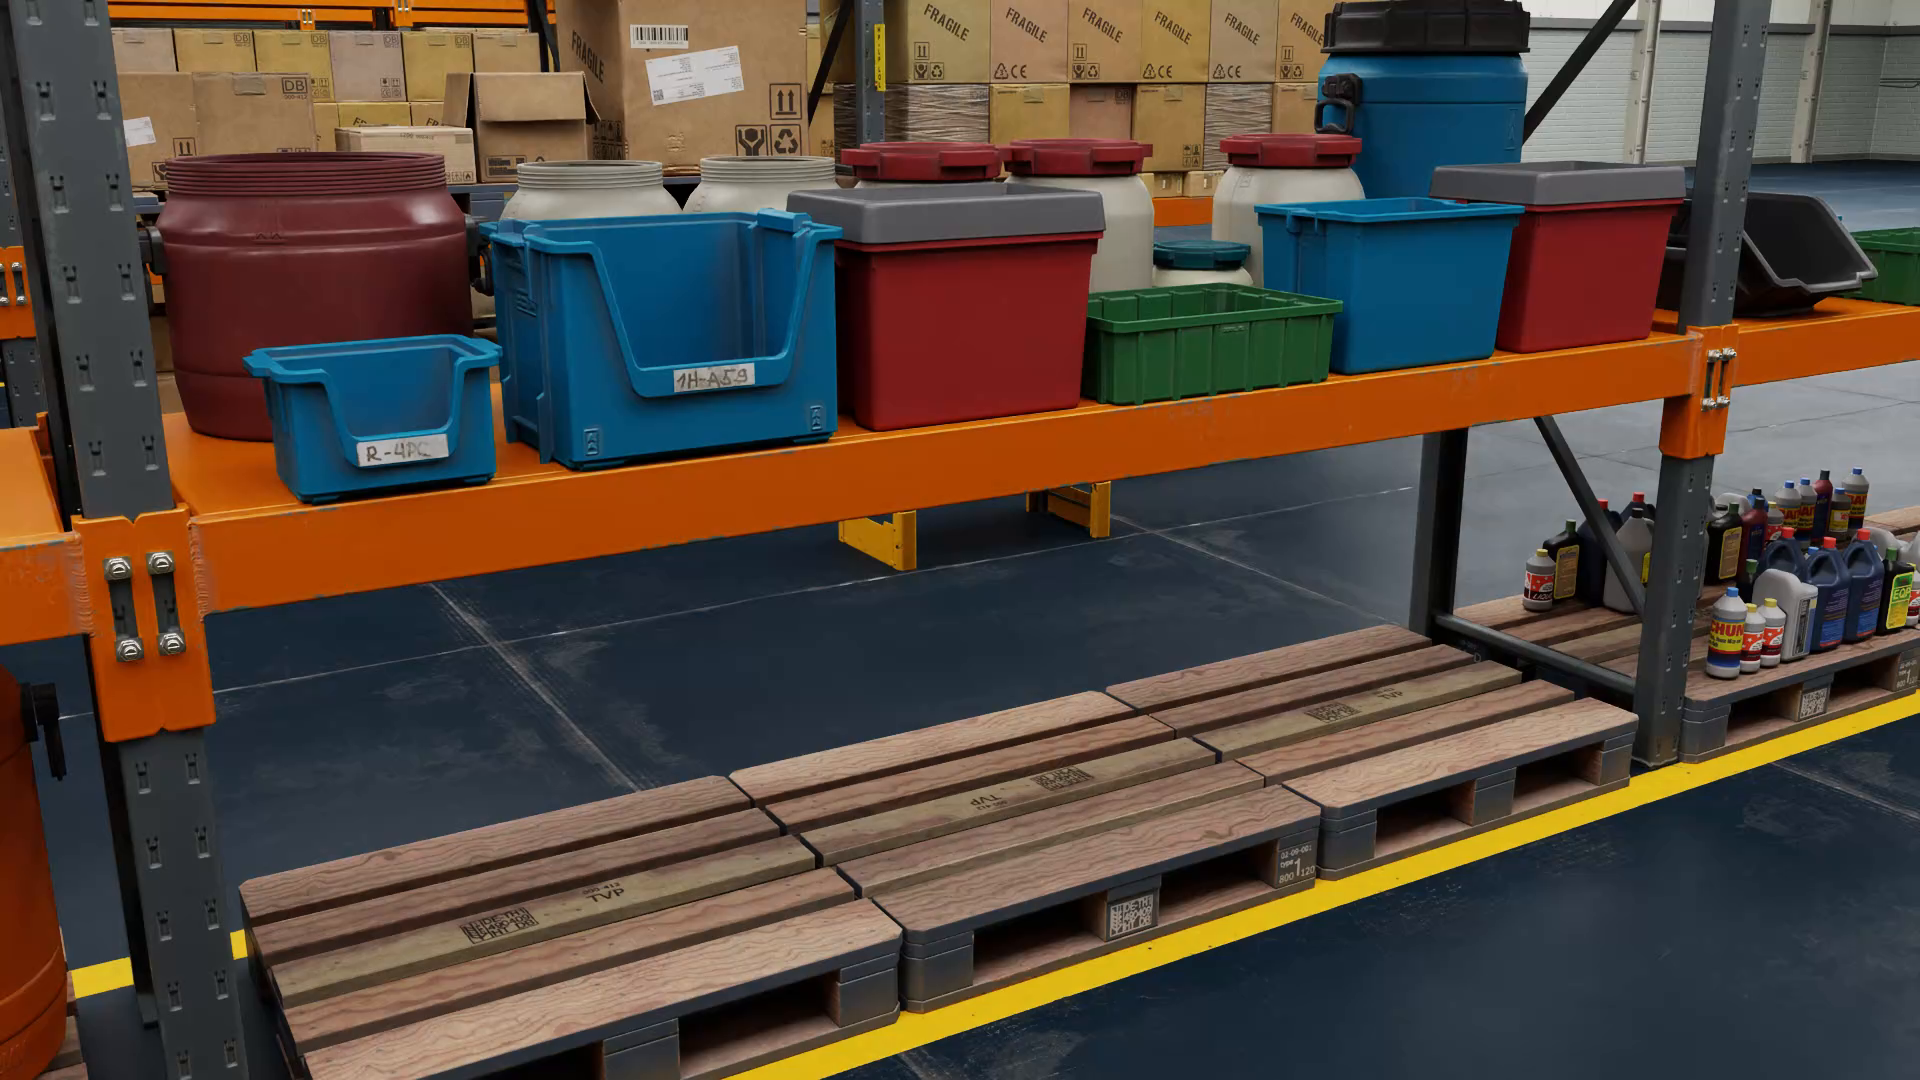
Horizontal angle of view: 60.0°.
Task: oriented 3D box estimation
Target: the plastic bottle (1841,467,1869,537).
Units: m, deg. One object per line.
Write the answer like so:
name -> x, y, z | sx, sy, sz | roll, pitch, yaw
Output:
plastic bottle -> 3.568, -0.155, 6.644 | 0.097, 0.271, 0.097 | 0, 16, 0

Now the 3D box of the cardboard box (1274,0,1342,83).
cardboard box -> 1.962, -3.051, 10.147 | 0.500, 0.500, 0.500 | -9, 18, -30

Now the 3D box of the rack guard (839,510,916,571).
rack guard -> -0.362, -0.062, 7.167 | 0.087, 0.250, 0.587 | -9, 18, -30

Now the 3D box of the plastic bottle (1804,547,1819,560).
plastic bottle -> 2.821, 0.157, 5.532 | 0.097, 0.271, 0.097 | 0, 16, 0

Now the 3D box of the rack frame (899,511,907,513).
rack frame -> -0.363, -0.663, 6.998 | 0.032, 1.500, 0.500 | -9, 18, -30

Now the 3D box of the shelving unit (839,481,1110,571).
shelving unit -> 0.065, -0.733, 7.245 | 1.083, 1.500, 0.587 | -9, 18, -30

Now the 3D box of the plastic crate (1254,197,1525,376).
plastic crate -> 1.068, -0.647, 4.192 | 0.575, 0.384, 0.392 | -9, 18, -30

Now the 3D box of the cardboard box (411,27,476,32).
cardboard box -> -5.312, -5.003, 17.112 | 0.500, 0.500, 0.700 | -9, 18, -30

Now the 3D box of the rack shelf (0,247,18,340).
rack shelf -> -5.840, -0.846, 6.203 | 4.000, 0.370, 1.077 | -9, 18, -30

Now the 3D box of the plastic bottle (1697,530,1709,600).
plastic bottle -> 2.520, 0.067, 5.844 | 0.135, 0.276, 0.152 | -9, 18, -30

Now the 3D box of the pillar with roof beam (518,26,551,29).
pillar with roof beam -> -3.775, -8.028, 19.375 | 0.400, 9.000, 9.100 | -9, 18, -30

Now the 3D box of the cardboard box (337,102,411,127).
cardboard box -> -4.341, -2.961, 12.231 | 0.500, 0.500, 0.500 | -9, 18, -29

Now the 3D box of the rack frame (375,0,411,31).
rack frame -> -5.801, -4.319, 17.261 | 0.127, 3.000, 1.000 | -9, 18, -30

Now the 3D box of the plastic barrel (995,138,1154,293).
plastic barrel -> 0.292, -0.762, 4.318 | 0.433, 0.535, 0.433 | 0, 16, 0

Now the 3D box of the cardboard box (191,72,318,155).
cardboard box -> -3.256, -1.906, 7.688 | 0.500, 0.500, 0.700 | -6, 17, -22

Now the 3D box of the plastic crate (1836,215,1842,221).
plastic crate -> 2.663, -1.026, 5.786 | 0.616, 0.251, 0.499 | -9, 18, -30

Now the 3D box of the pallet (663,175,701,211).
pallet -> -1.427, -1.861, 8.848 | 1.213, 0.211, 1.003 | -9, 18, -30

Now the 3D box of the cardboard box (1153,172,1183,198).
cardboard box -> 1.112, -2.123, 9.890 | 0.250, 0.149, 0.380 | -9, 18, -30

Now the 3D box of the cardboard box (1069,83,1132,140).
cardboard box -> 0.544, -2.420, 9.750 | 0.500, 0.500, 0.875 | -9, 18, -30

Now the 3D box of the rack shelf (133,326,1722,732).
rack shelf -> 0.139, -0.256, 4.099 | 4.000, 0.370, 1.077 | -9, 18, -30

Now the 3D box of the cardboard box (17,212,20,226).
cardboard box -> -11.247, -4.053, 19.934 | 0.625, 0.625, 0.875 | -9, 18, -28

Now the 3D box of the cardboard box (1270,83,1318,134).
cardboard box -> 1.879, -2.606, 10.414 | 0.500, 0.500, 0.875 | -9, 18, -30

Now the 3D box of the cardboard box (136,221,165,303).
cardboard box -> -6.025, -1.815, 11.717 | 0.750, 0.750, 1.050 | -9, 18, -30

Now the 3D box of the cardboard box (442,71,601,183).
cardboard box -> -2.135, -2.016, 8.075 | 0.637, 0.503, 0.797 | -7, 17, -24

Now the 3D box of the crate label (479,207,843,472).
crate label -> -0.584, -0.417, 3.275 | 0.616, 0.435, 0.502 | -9, 18, -30

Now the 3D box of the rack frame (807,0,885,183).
rack frame -> -0.697, -2.026, 9.082 | 0.127, 3.000, 1.000 | -9, 18, -30

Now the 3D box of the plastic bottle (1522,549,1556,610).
plastic bottle -> 2.004, 0.133, 5.749 | 0.097, 0.201, 0.097 | 0, 16, 0

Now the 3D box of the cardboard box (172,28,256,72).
cardboard box -> -5.332, -3.364, 11.816 | 0.500, 0.500, 0.700 | -10, 18, -31

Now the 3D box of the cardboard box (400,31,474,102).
cardboard box -> -4.027, -3.575, 12.569 | 0.500, 0.500, 0.700 | -10, 18, -31

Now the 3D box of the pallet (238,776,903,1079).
pallet -> -0.891, 0.920, 3.738 | 1.213, 0.211, 1.003 | -9, 18, -30

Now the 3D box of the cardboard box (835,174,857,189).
cardboard box -> -0.664, -2.003, 9.465 | 0.250, 0.149, 0.380 | -9, 18, -30

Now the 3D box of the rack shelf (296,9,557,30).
rack shelf -> -6.646, -6.843, 22.040 | 4.000, 0.370, 1.077 | -9, 18, -30

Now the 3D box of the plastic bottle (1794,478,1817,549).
plastic bottle -> 3.274, -0.107, 6.474 | 0.097, 0.271, 0.097 | 0, 16, 0

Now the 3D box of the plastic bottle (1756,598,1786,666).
plastic bottle -> 2.527, 0.284, 5.209 | 0.097, 0.201, 0.097 | 0, 16, 0

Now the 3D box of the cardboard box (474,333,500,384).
cardboard box -> -2.610, -0.737, 8.297 | 0.500, 0.500, 0.700 | -8, 17, -25

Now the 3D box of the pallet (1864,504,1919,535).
pallet -> 4.542, 0.039, 6.878 | 1.213, 0.211, 1.003 | -9, 18, -30

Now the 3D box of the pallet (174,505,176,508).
pallet -> -3.455, -0.236, 7.861 | 1.213, 0.211, 1.003 | -9, 18, -30

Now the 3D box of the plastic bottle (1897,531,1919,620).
plastic bottle -> 3.286, 0.082, 5.654 | 0.185, 0.351, 0.144 | -9, 18, -30

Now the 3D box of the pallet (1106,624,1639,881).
pallet -> 1.201, 0.580, 4.948 | 1.213, 0.211, 1.003 | -9, 18, -30

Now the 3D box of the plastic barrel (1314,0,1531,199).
plastic barrel -> 1.367, -1.138, 4.984 | 0.708, 0.901, 0.600 | -9, 18, -30

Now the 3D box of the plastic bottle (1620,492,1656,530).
plastic bottle -> 2.422, 0.000, 5.944 | 0.185, 0.351, 0.144 | -10, 19, -32

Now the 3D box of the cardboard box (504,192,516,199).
cardboard box -> -4.703, -3.655, 17.819 | 0.500, 0.500, 0.500 | -8, 18, -27

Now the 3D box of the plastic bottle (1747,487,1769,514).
plastic bottle -> 3.015, -0.065, 6.324 | 0.097, 0.271, 0.097 | 0, 16, 0

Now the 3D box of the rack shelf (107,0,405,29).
rack shelf -> -7.515, -5.139, 15.961 | 4.000, 0.370, 1.077 | -9, 18, -30

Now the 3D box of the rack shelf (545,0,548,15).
rack shelf -> -1.450, -4.564, 13.909 | 4.000, 0.370, 1.077 | -9, 18, -30

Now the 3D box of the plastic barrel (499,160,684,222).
plastic barrel -> -0.803, -0.571, 3.681 | 0.421, 0.512, 0.421 | 0, 16, 0

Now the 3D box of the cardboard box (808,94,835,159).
cardboard box -> -1.469, -3.541, 14.206 | 0.500, 0.550, 0.875 | -9, 18, -30

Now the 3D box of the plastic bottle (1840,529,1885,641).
plastic bottle -> 2.921, 0.141, 5.443 | 0.185, 0.351, 0.144 | -10, 19, -32

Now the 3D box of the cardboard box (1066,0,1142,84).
cardboard box -> 0.676, -2.842, 9.403 | 0.500, 0.500, 0.500 | -9, 18, -30
